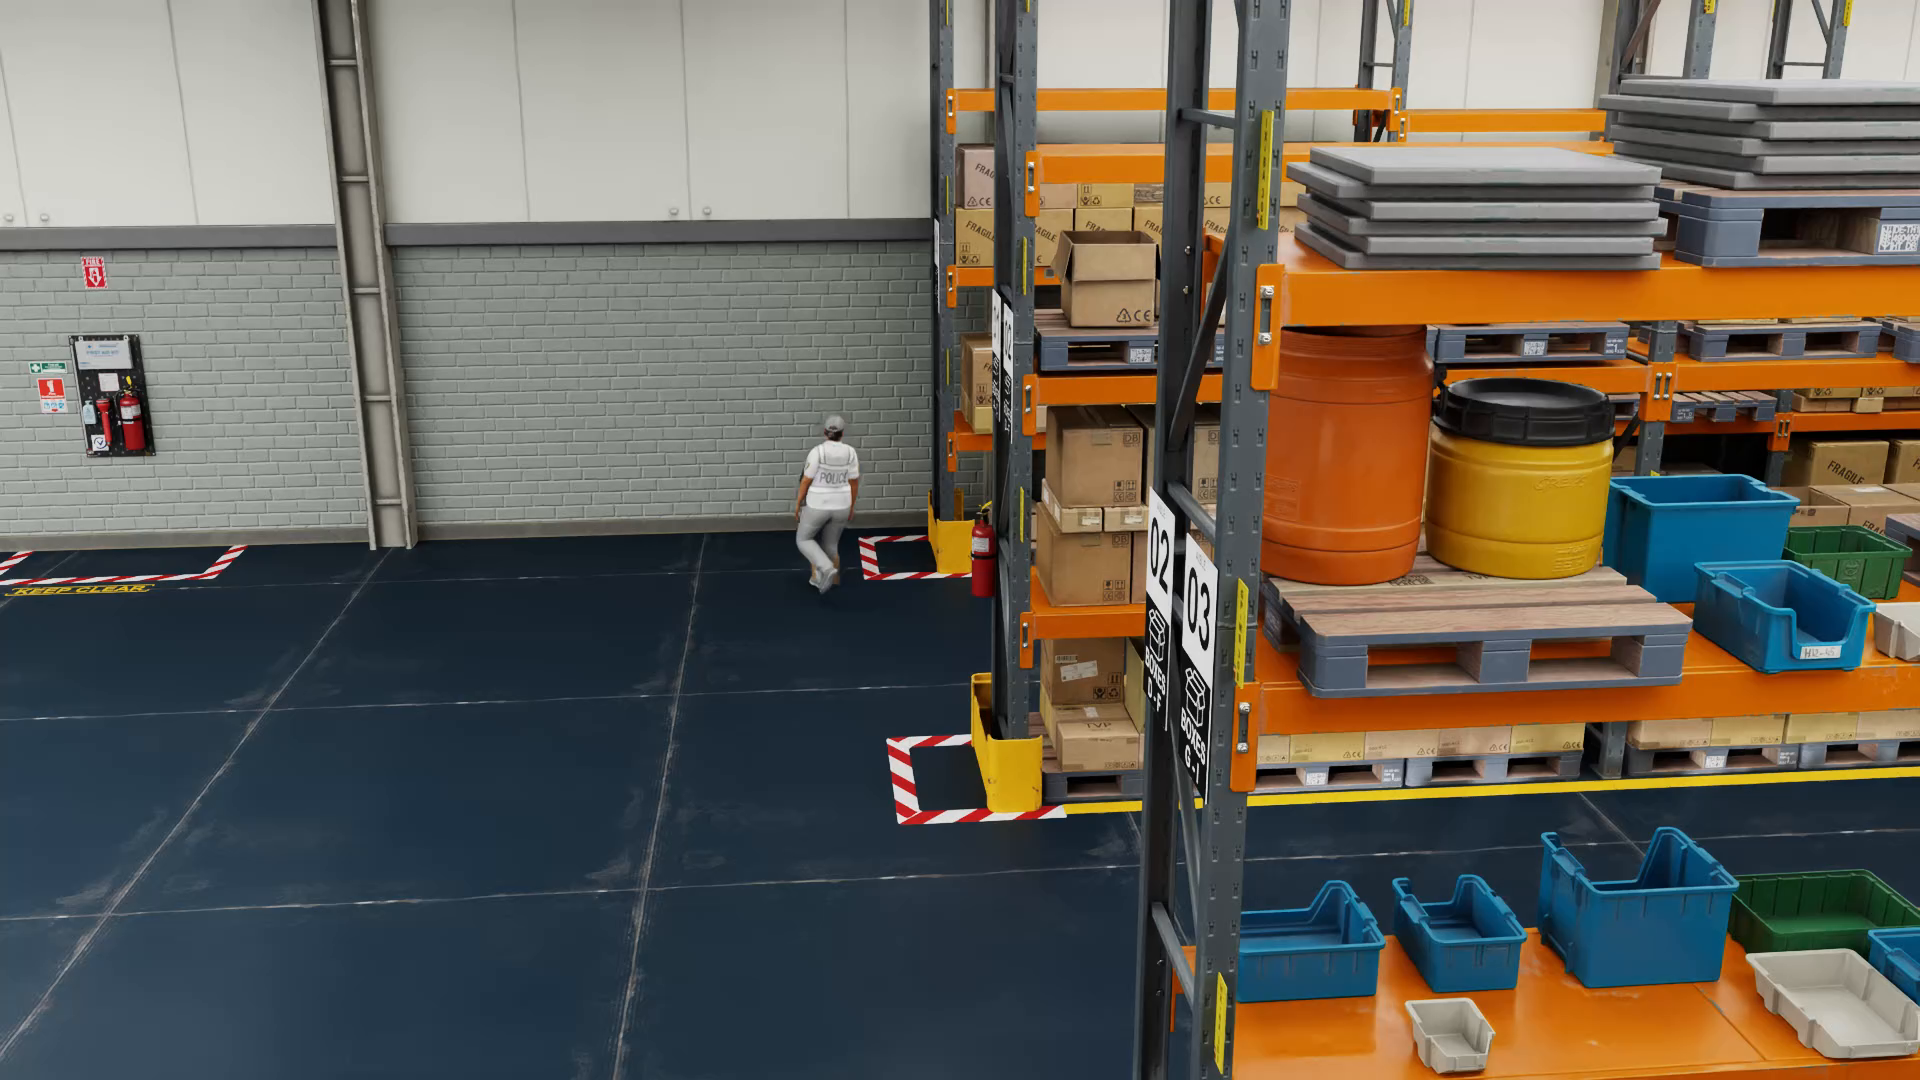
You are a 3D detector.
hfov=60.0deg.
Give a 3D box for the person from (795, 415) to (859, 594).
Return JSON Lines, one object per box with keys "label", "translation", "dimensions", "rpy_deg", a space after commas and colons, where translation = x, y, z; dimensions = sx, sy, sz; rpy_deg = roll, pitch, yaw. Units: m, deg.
{"label": "person", "translation": [-1.199, -0.316, 14.583], "dimensions": [0.551, 1.638, 0.706], "rpy_deg": [-8, 19, -25]}
